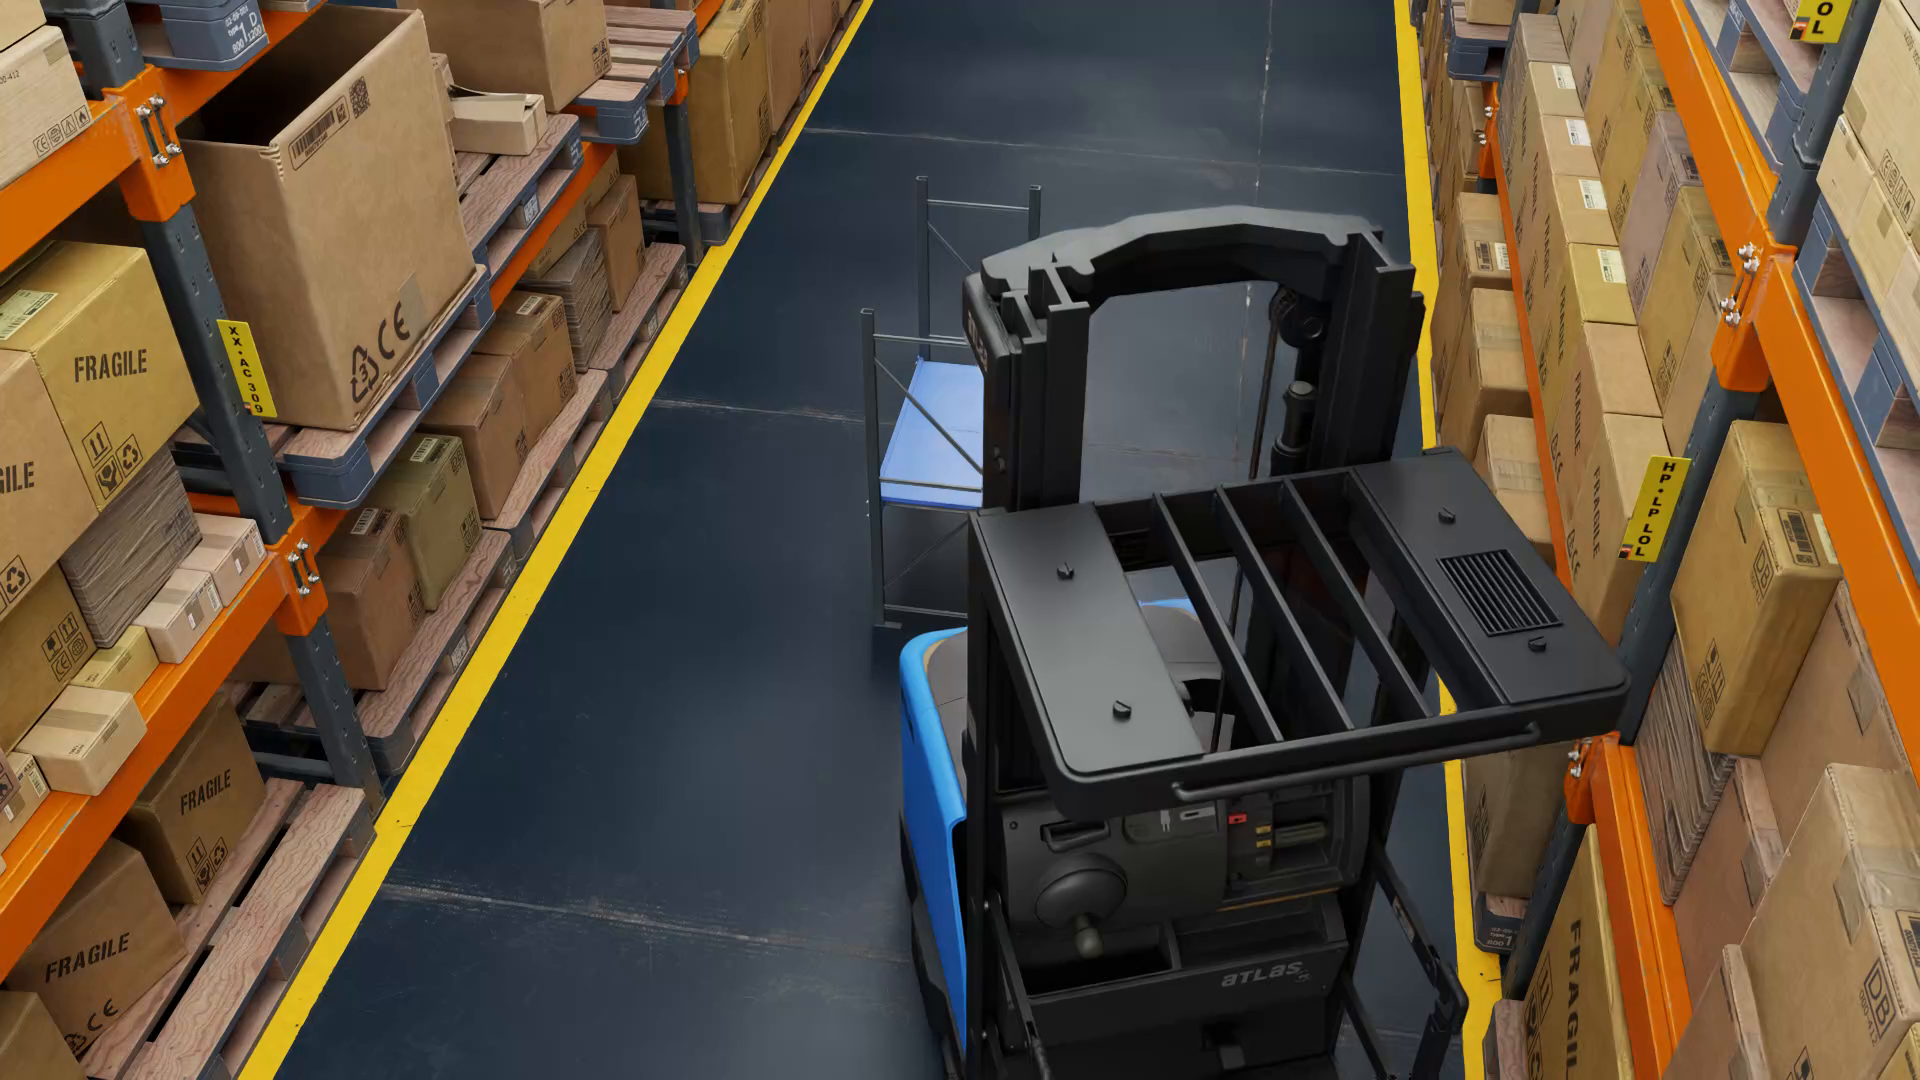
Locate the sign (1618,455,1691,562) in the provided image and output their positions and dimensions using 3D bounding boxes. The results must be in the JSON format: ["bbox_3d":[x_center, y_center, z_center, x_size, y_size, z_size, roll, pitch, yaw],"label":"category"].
[{"bbox_3d":[1.730,-0.075,4.140,0.100,0.325,0.005,6,40,8],"label":"sign"}]

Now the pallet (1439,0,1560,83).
[{"bbox_3d":[2.977,-2.500,8.071,1.213,0.211,1.003,6,40,8],"label":"pallet"}]

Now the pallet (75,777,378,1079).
[{"bbox_3d":[-2.683,1.285,5.530,1.003,0.211,1.213,6,40,8],"label":"pallet"}]

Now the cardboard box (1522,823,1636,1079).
[{"bbox_3d":[2.089,1.439,4.493,0.875,0.875,0.875,7,40,8],"label":"cardboard box"}]

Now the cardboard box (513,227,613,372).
[{"bbox_3d":[-2.089,-1.160,7.915,0.700,0.500,0.500,3,40,4],"label":"cardboard box"}]

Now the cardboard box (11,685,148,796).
[{"bbox_3d":[-2.437,0.524,4.459,0.380,0.149,0.250,6,40,8],"label":"cardboard box"}]

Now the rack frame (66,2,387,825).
[{"bbox_3d":[-2.601,-0.215,5.156,1.000,3.000,0.127,6,40,8],"label":"rack frame"}]

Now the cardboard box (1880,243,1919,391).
[{"bbox_3d":[1.781,-0.355,2.760,0.380,0.149,0.250,6,40,8],"label":"cardboard box"}]

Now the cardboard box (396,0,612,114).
[{"bbox_3d":[-1.961,-2.221,7.175,0.700,0.500,0.500,12,41,14],"label":"cardboard box"}]

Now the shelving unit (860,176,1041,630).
[{"bbox_3d":[-0.015,-0.524,6.707,0.538,1.500,1.048,6,40,8],"label":"shelving unit"}]

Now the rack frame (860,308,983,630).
[{"bbox_3d":[-0.103,-0.205,6.321,0.500,1.500,0.032,6,40,8],"label":"rack frame"}]

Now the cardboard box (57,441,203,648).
[{"bbox_3d":[-2.740,-0.093,4.696,0.875,0.500,0.500,6,40,8],"label":"cardboard box"}]

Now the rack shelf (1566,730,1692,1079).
[{"bbox_3d":[1.920,1.927,3.129,1.077,0.370,4.000,6,40,8],"label":"rack shelf"}]

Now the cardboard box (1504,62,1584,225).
[{"bbox_3d":[2.530,-1.583,6.732,0.500,0.500,0.500,6,40,7],"label":"cardboard box"}]

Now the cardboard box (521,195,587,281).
[{"bbox_3d":[-2.077,-1.463,7.694,0.500,0.250,0.500,11,41,13],"label":"cardboard box"}]

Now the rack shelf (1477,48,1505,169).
[{"bbox_3d":[3.305,-3.093,9.202,1.077,0.370,4.000,6,40,8],"label":"rack shelf"}]

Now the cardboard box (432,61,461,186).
[{"bbox_3d":[-2.392,-1.515,6.318,0.797,0.503,0.637,10,41,12],"label":"cardboard box"}]

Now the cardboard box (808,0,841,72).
[{"bbox_3d":[-1.462,-3.614,10.605,1.225,0.875,0.875,5,40,6],"label":"cardboard box"}]

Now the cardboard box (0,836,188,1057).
[{"bbox_3d":[-2.802,1.193,5.085,0.500,0.500,0.500,19,43,21],"label":"cardboard box"}]

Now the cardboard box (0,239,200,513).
[{"bbox_3d":[-2.408,-0.441,4.333,0.500,0.500,0.500,6,40,8],"label":"cardboard box"}]

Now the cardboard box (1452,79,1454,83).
[{"bbox_3d":[2.999,-2.696,9.201,0.500,0.250,0.500,7,40,9],"label":"cardboard box"}]

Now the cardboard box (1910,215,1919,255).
[{"bbox_3d":[1.820,-0.425,2.533,0.500,0.250,0.500,6,40,7],"label":"cardboard box"}]

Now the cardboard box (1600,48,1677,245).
[{"bbox_3d":[2.610,-1.298,5.603,0.700,0.500,0.500,6,40,7],"label":"cardboard box"}]

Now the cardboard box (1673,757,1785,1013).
[{"bbox_3d":[2.141,0.918,3.668,0.875,0.550,0.550,6,40,8],"label":"cardboard box"}]

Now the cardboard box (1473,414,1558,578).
[{"bbox_3d":[2.456,0.096,6.216,1.050,0.750,0.750,6,40,8],"label":"cardboard box"}]

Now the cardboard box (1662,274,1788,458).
[{"bbox_3d":[2.347,-0.341,4.445,0.700,0.500,0.500,6,40,7],"label":"cardboard box"}]

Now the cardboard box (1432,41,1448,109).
[{"bbox_3d":[3.094,-2.727,9.827,0.500,0.500,0.500,7,40,8],"label":"cardboard box"}]

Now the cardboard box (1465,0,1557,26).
[{"bbox_3d":[2.591,-2.541,7.837,0.380,0.149,0.250,7,40,8],"label":"cardboard box"}]

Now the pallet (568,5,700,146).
[{"bbox_3d":[-1.927,-2.193,7.699,1.213,0.211,1.003,6,40,8],"label":"pallet"}]

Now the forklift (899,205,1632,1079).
[{"bbox_3d":[0.611,0.848,3.924,1.130,2.935,3.031,-8,40,-9],"label":"forklift"}]

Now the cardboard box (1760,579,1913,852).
[{"bbox_3d":[2.188,0.507,3.318,0.875,0.550,0.550,6,40,8],"label":"cardboard box"}]

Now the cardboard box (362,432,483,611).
[{"bbox_3d":[-2.373,-0.102,6.636,0.700,0.500,0.500,6,40,7],"label":"cardboard box"}]

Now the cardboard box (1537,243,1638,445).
[{"bbox_3d":[2.268,-0.635,5.585,0.500,0.500,0.500,7,40,8],"label":"cardboard box"}]

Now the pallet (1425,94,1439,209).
[{"bbox_3d":[3.309,-2.294,9.859,1.003,0.211,1.213,6,40,8],"label":"pallet"}]

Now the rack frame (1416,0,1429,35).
[{"bbox_3d":[3.651,-4.626,10.491,1.000,3.000,0.127,6,40,8],"label":"rack frame"}]

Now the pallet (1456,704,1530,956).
[{"bbox_3d":[2.326,0.977,5.903,1.003,0.211,1.213,6,40,8],"label":"pallet"}]

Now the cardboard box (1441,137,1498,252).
[{"bbox_3d":[2.815,-1.756,8.652,0.500,0.500,0.500,6,40,7],"label":"cardboard box"}]

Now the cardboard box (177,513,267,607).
[{"bbox_3d":[-2.349,0.049,5.034,0.380,0.149,0.250,6,40,8],"label":"cardboard box"}]

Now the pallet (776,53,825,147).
[{"bbox_3d":[-1.485,-2.901,10.593,1.003,0.211,1.213,6,40,8],"label":"pallet"}]

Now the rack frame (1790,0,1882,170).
[{"bbox_3d":[2.266,-1.917,2.507,1.000,3.000,0.127,6,40,8],"label":"rack frame"}]

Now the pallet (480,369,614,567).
[{"bbox_3d":[-2.259,-0.397,7.565,1.003,0.211,1.213,6,40,8],"label":"pallet"}]

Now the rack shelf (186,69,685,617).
[{"bbox_3d":[-2.255,-1.193,6.904,1.077,0.370,4.000,6,40,8],"label":"rack shelf"}]

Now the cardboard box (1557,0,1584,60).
[{"bbox_3d":[2.871,-2.259,6.765,0.700,0.500,0.500,6,40,7],"label":"cardboard box"}]
